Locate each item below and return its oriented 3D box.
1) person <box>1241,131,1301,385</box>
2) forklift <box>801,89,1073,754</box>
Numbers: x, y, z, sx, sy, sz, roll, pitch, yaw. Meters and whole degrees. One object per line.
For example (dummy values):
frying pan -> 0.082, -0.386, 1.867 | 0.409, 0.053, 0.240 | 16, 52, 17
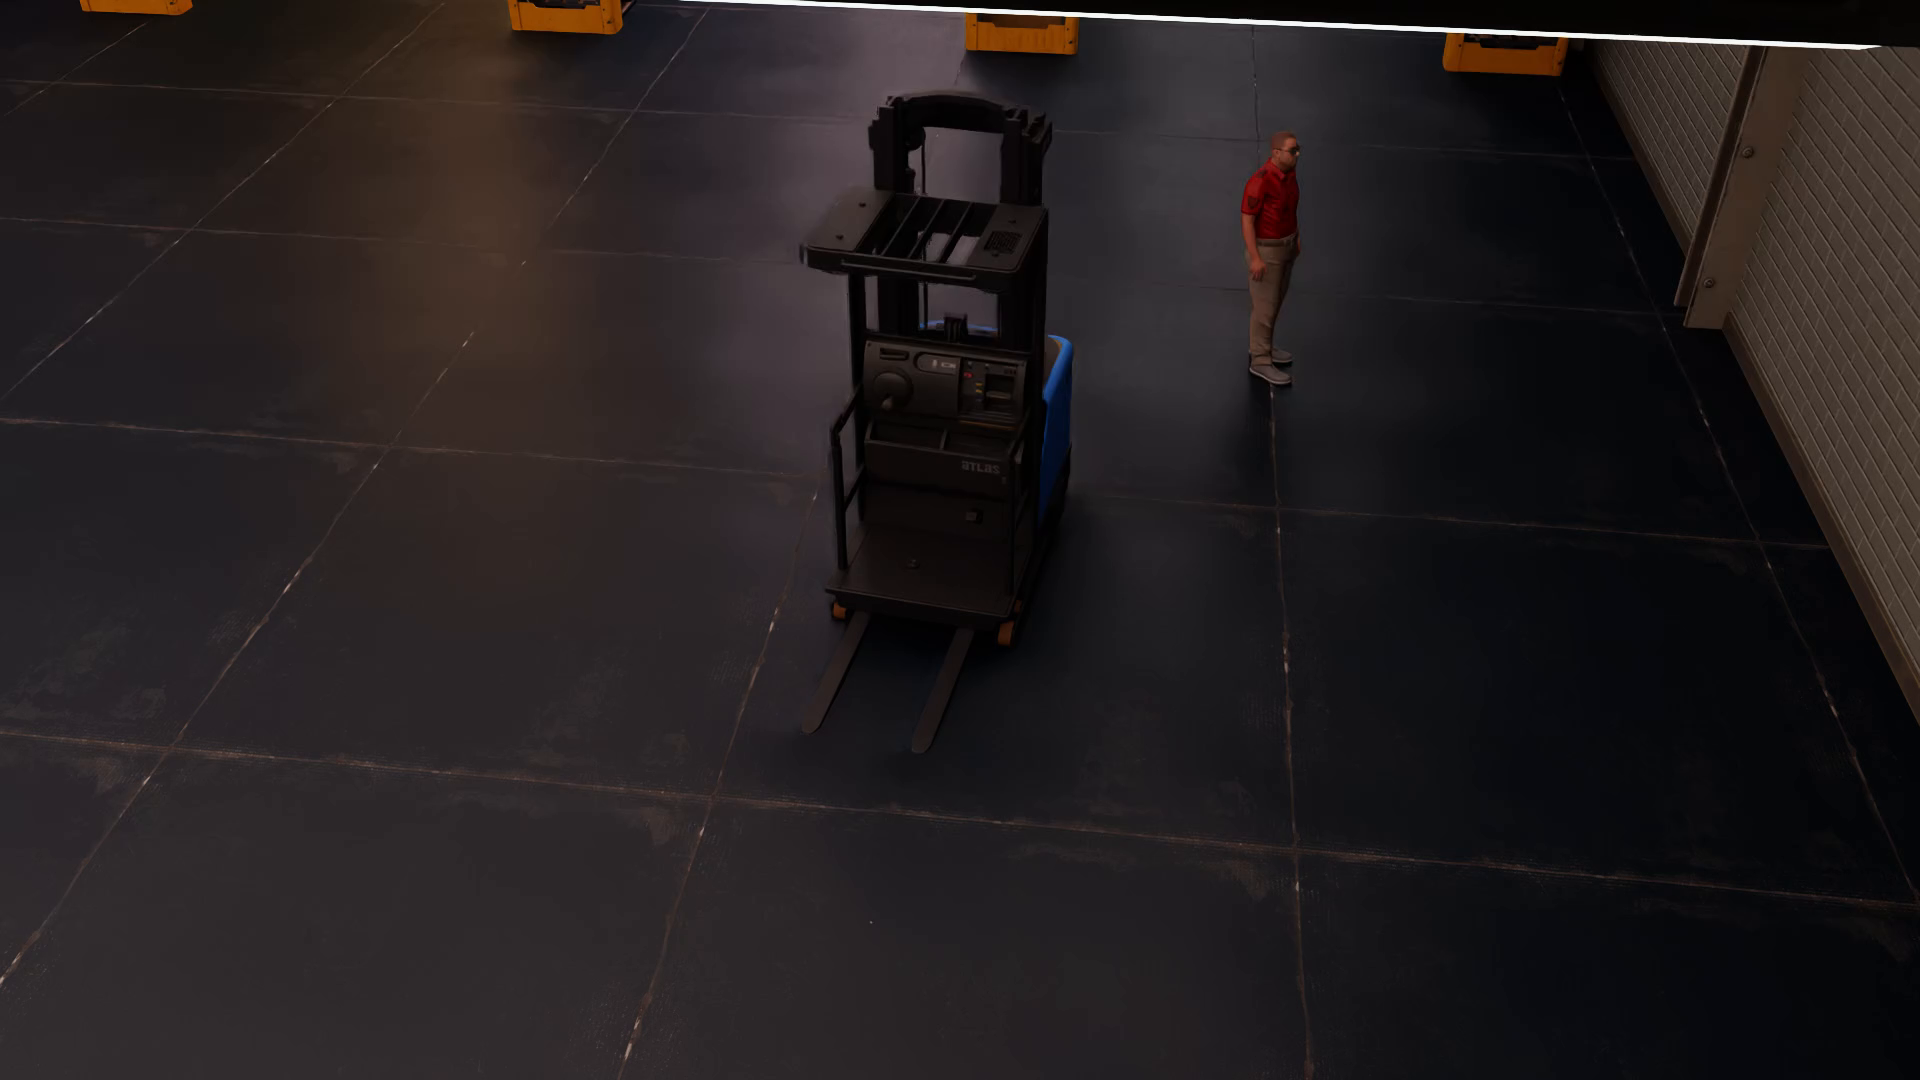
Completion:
person -> 2.292, -2.016, 11.772 | 0.547, 1.732, 0.659 | 22, 42, 27
forklift -> -0.138, -0.811, 9.131 | 1.130, 2.935, 3.031 | 9, 37, 11
